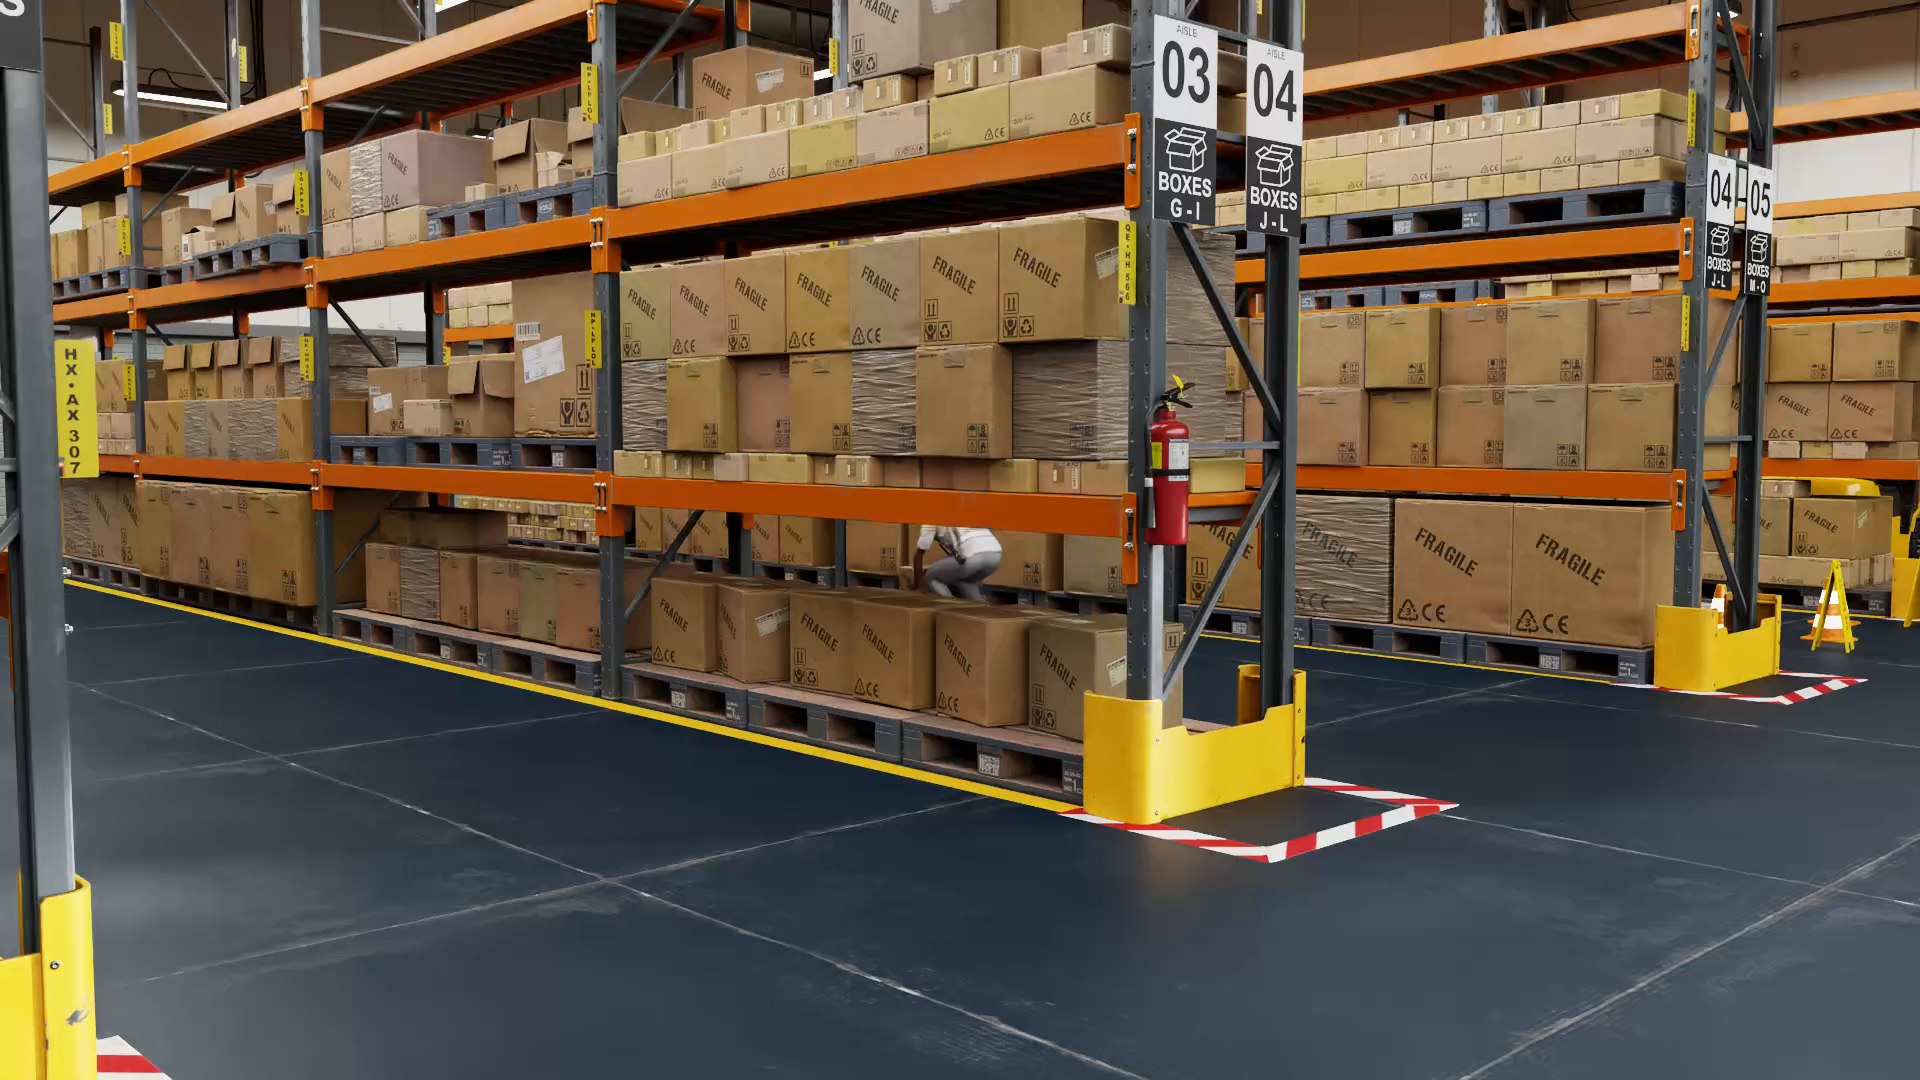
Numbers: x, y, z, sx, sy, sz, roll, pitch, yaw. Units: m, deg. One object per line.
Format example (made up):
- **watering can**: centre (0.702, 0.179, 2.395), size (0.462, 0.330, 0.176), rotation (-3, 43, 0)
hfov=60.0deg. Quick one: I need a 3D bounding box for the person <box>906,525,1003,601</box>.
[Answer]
- **person**: centre (-0.063, 0.156, 13.055), size (0.492, 1.076, 0.826), rotation (-4, 6, -44)
